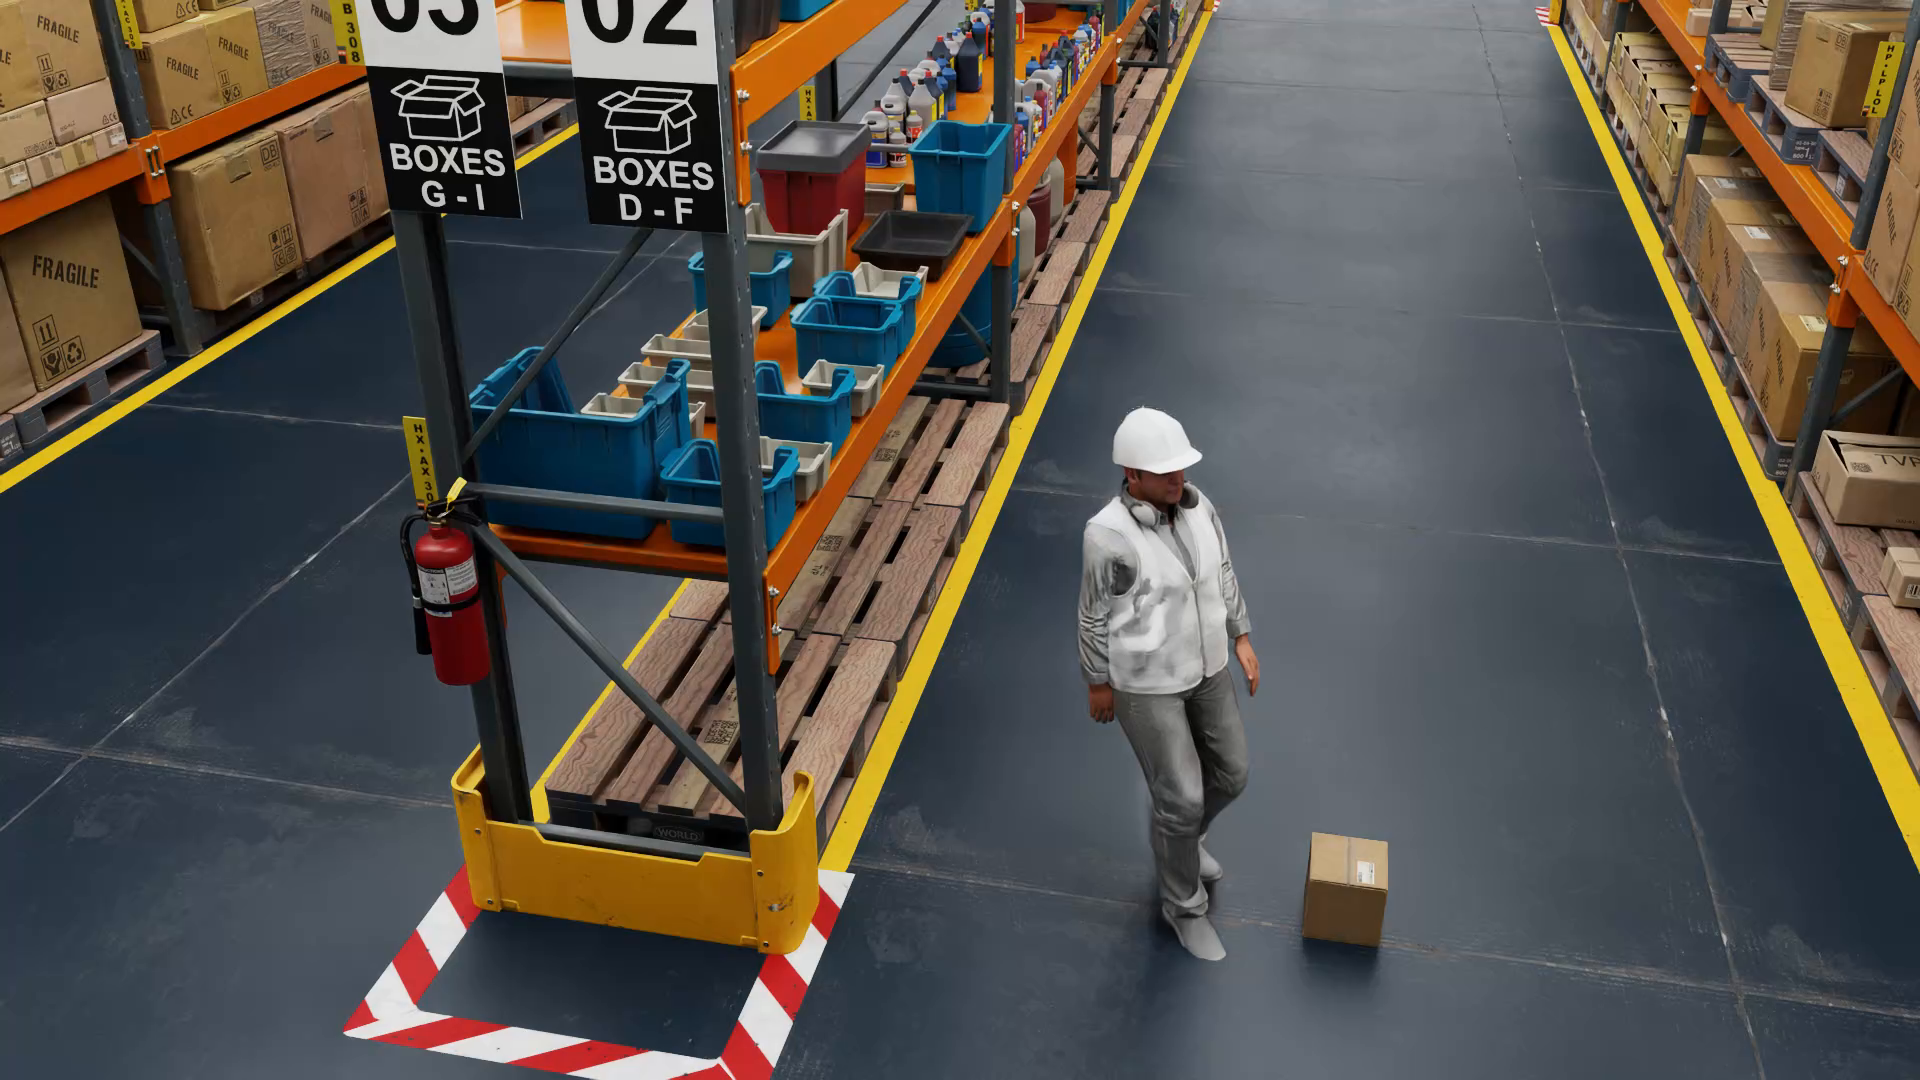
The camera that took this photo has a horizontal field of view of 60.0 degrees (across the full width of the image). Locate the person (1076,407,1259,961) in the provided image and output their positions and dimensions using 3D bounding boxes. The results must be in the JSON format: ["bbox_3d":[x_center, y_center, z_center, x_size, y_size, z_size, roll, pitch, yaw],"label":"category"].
[{"bbox_3d":[0.732,0.472,5.292,0.588,1.813,0.650,-22,35,-34],"label":"person"}]
